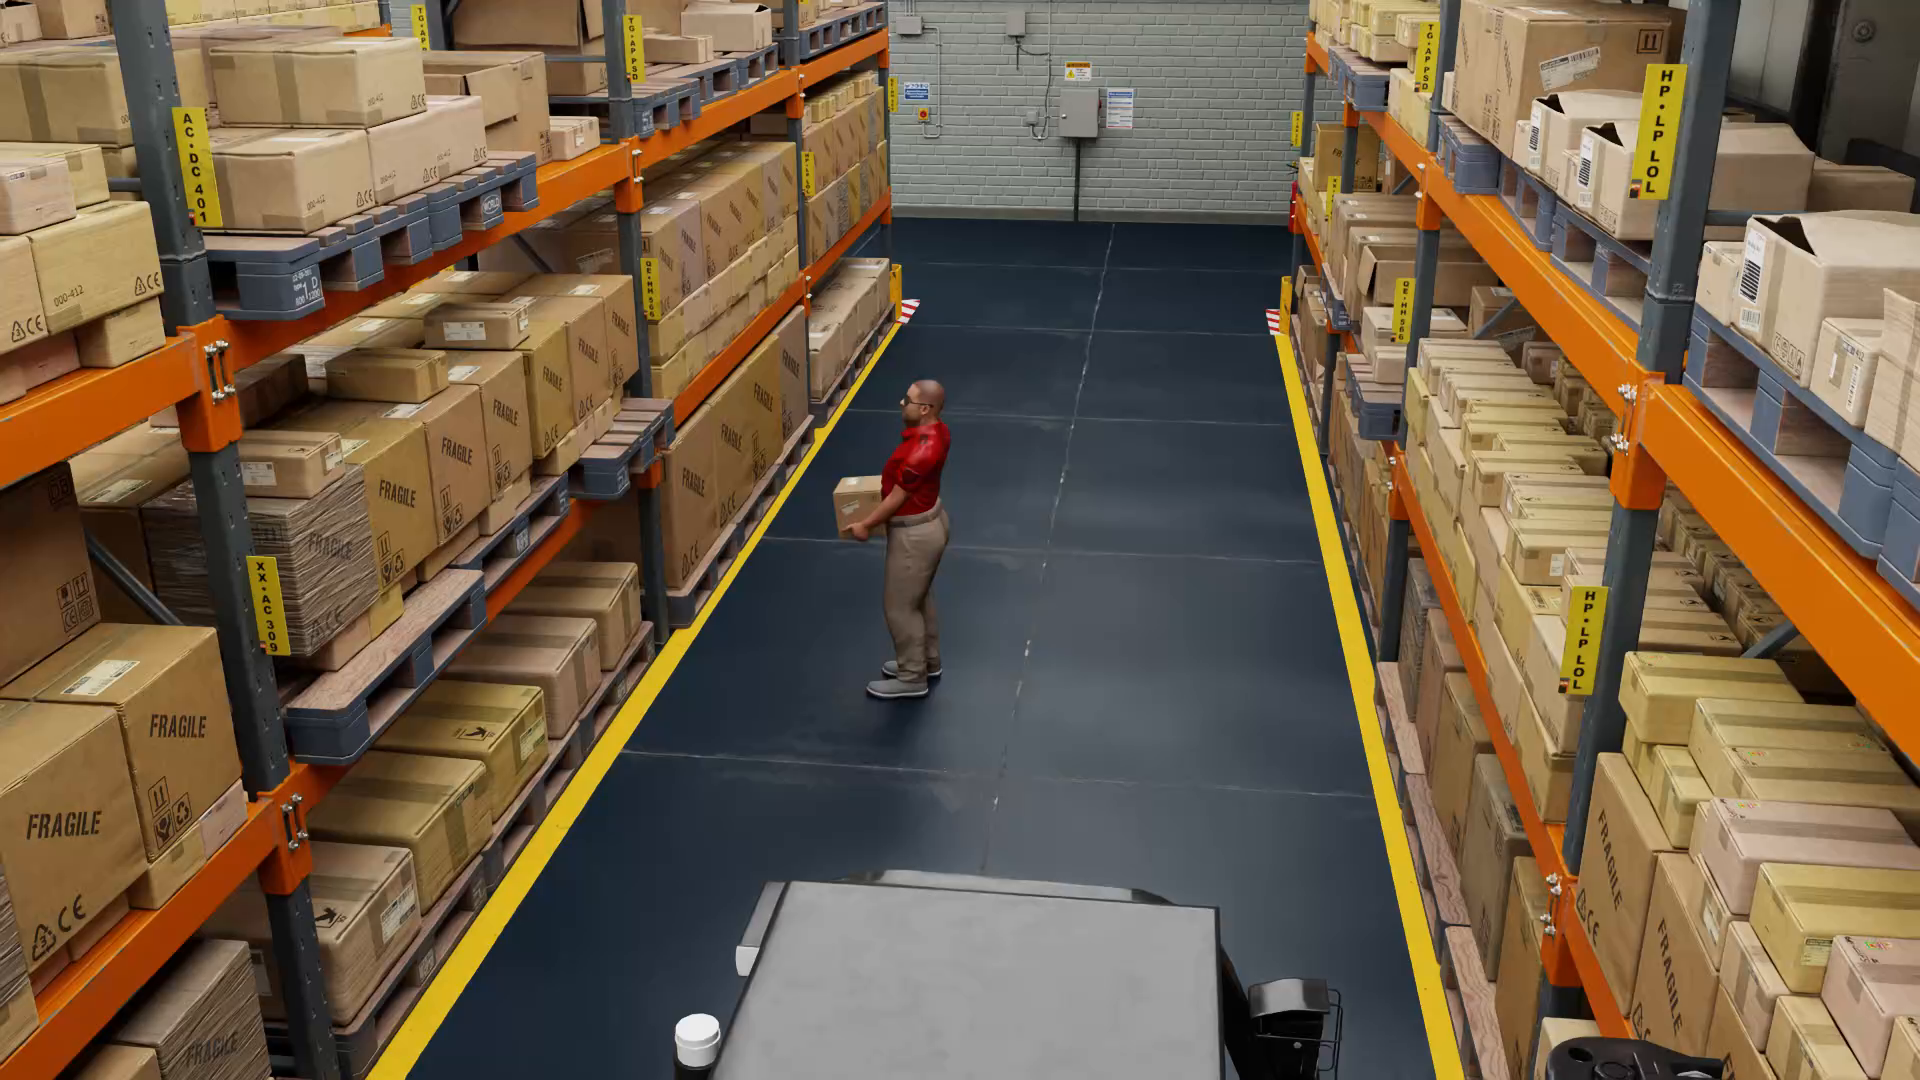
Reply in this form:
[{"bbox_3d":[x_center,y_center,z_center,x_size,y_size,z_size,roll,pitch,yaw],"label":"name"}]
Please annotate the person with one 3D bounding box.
[{"bbox_3d":[-0.330,-0.012,8.653,0.537,1.712,0.493,3,21,7],"label":"person"}]
